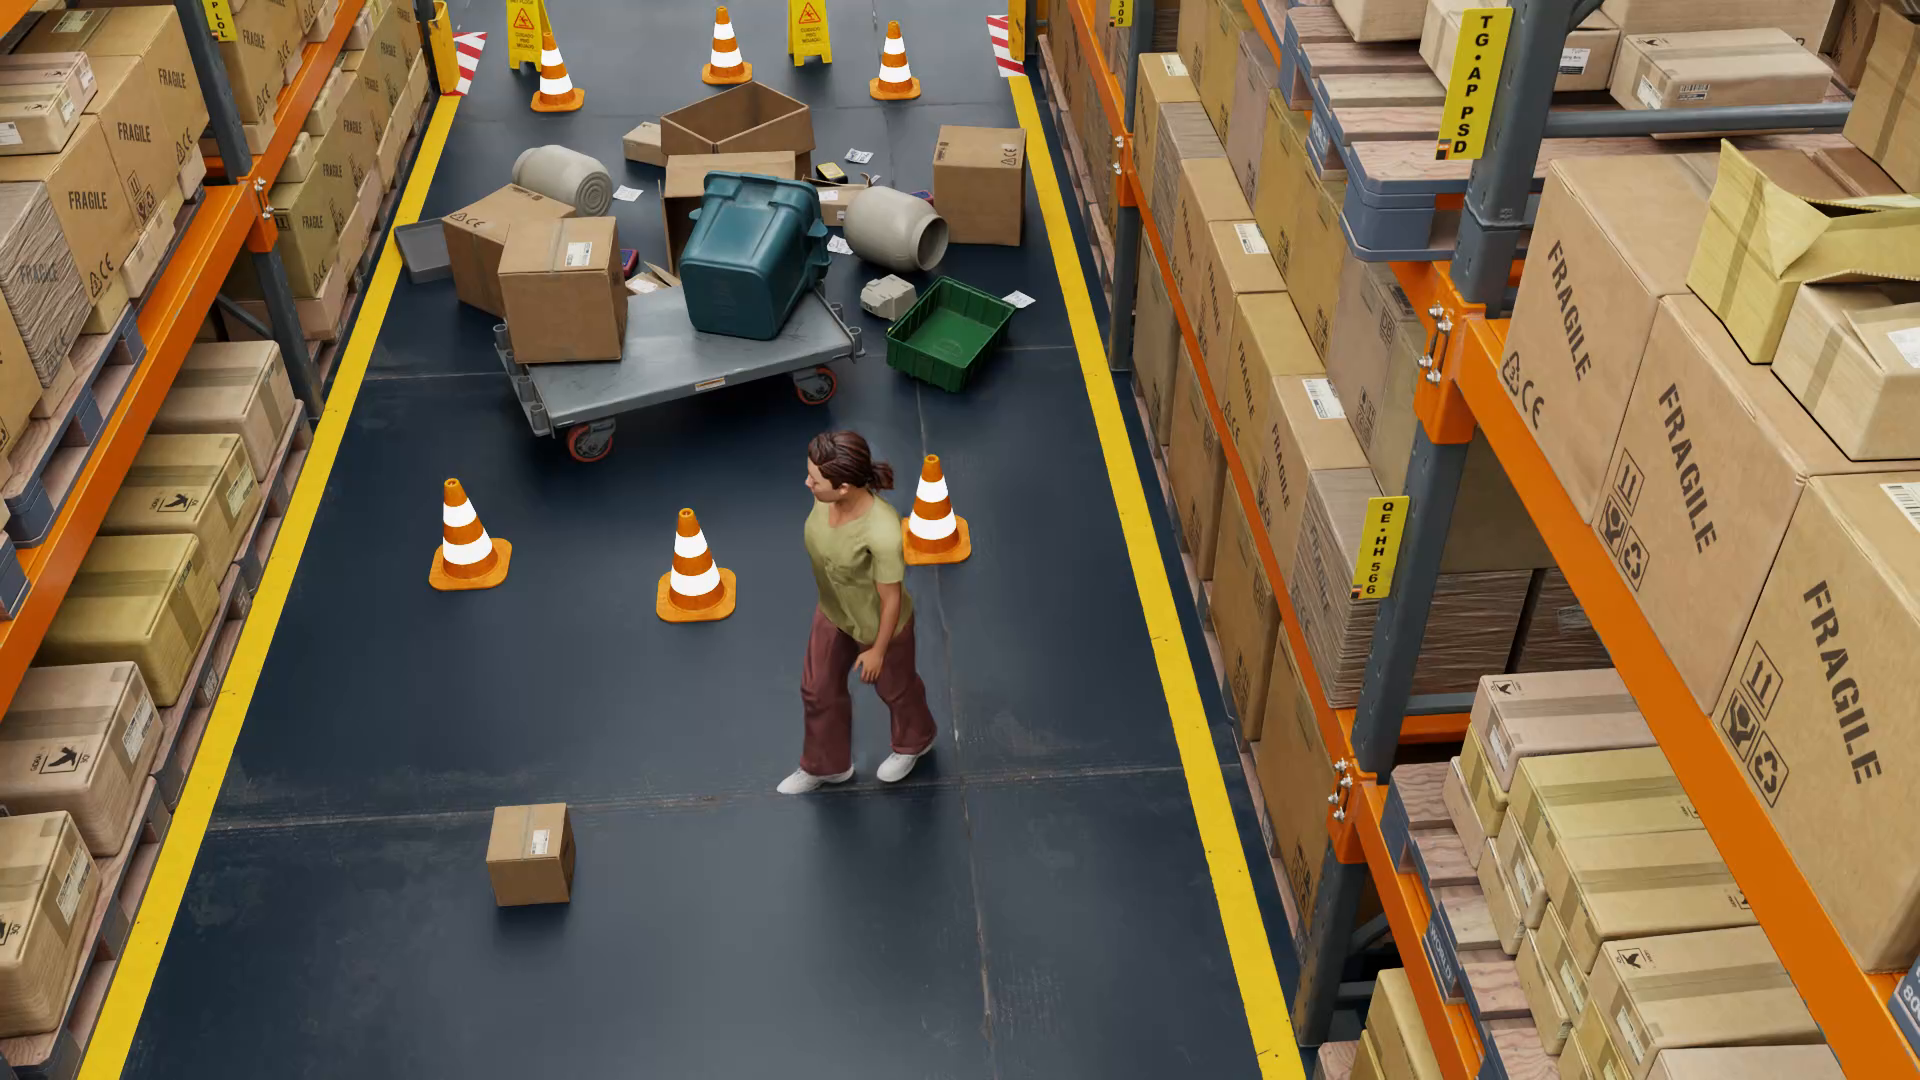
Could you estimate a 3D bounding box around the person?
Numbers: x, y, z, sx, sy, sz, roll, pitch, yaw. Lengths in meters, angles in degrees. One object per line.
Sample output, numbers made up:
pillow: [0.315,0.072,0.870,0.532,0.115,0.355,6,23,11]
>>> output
person: [-0.335,0.281,5.832,0.588,1.712,0.484,-32,49,-33]
